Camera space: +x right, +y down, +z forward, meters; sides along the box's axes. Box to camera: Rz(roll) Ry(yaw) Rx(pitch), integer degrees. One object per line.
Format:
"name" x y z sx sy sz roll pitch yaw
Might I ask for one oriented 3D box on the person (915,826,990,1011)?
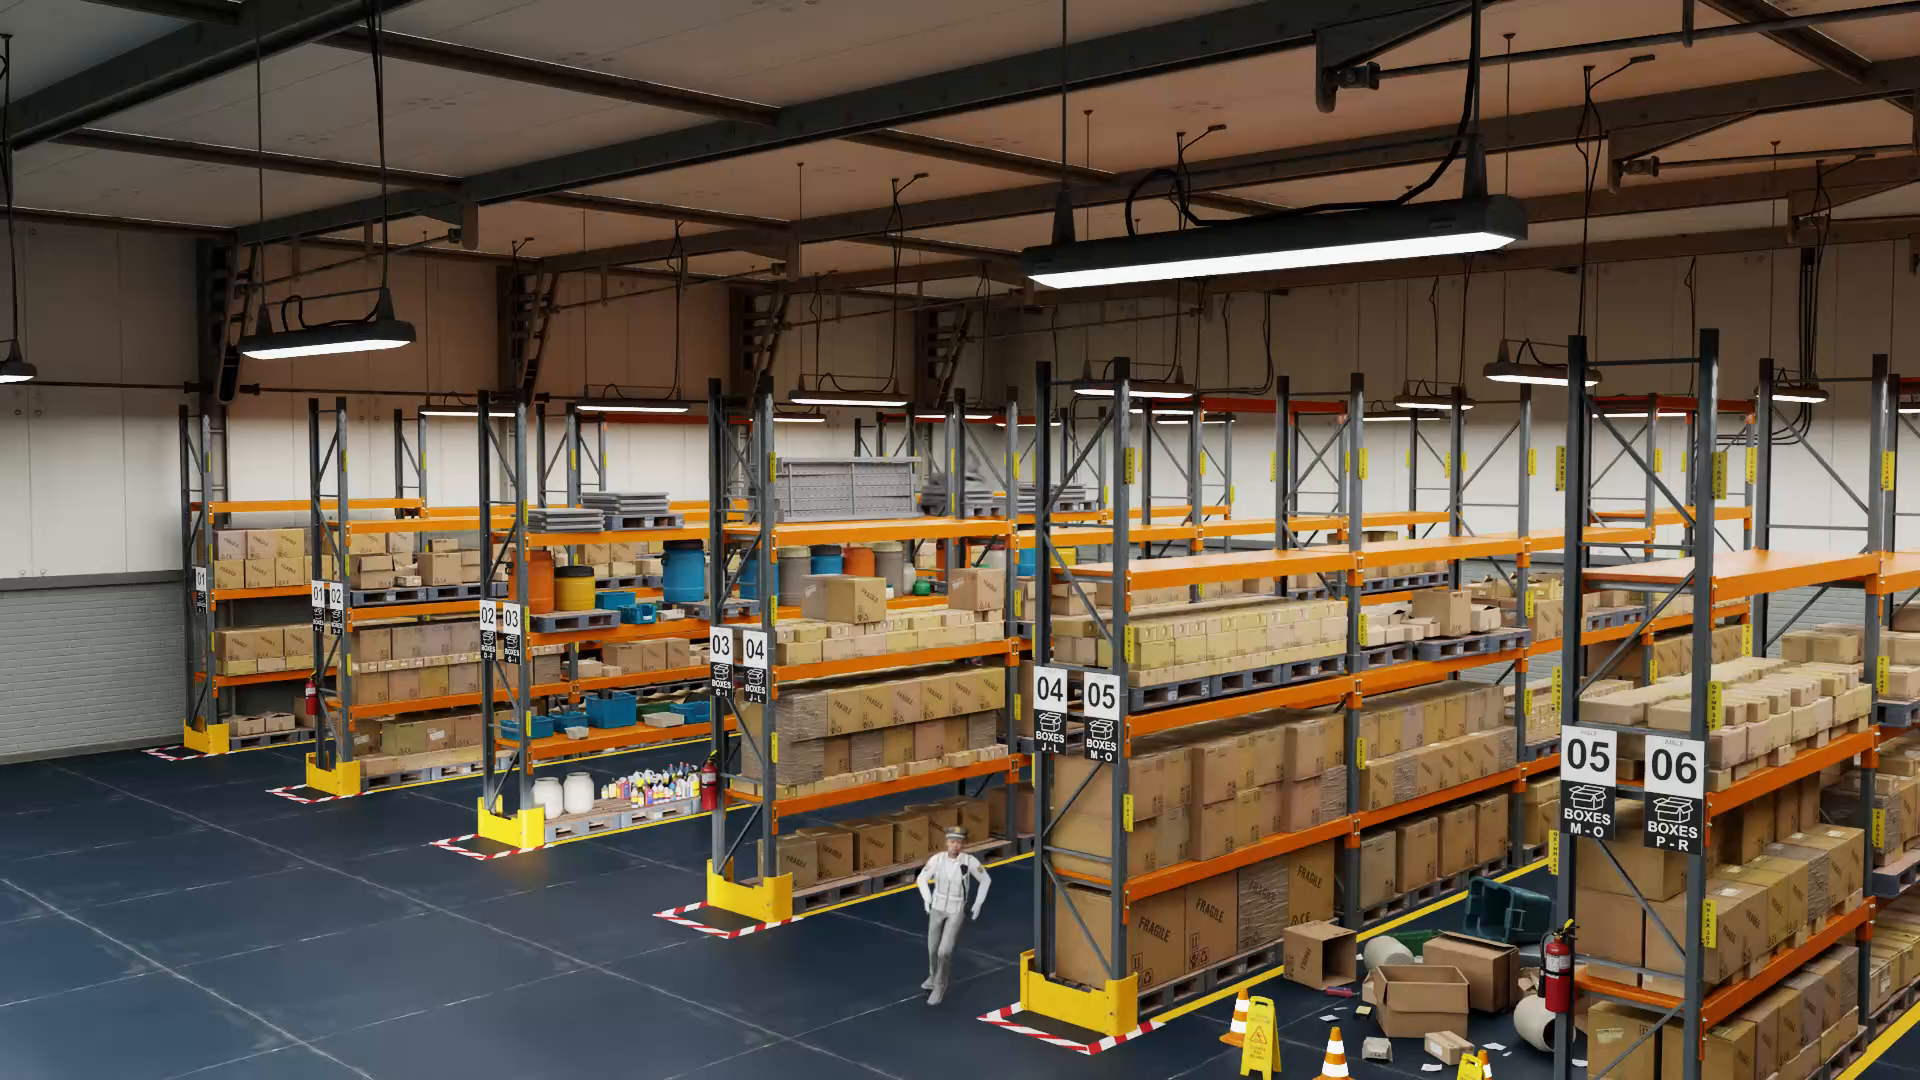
"person" -0.089 3.516 15.643 0.676 1.705 0.672 1 3 15
